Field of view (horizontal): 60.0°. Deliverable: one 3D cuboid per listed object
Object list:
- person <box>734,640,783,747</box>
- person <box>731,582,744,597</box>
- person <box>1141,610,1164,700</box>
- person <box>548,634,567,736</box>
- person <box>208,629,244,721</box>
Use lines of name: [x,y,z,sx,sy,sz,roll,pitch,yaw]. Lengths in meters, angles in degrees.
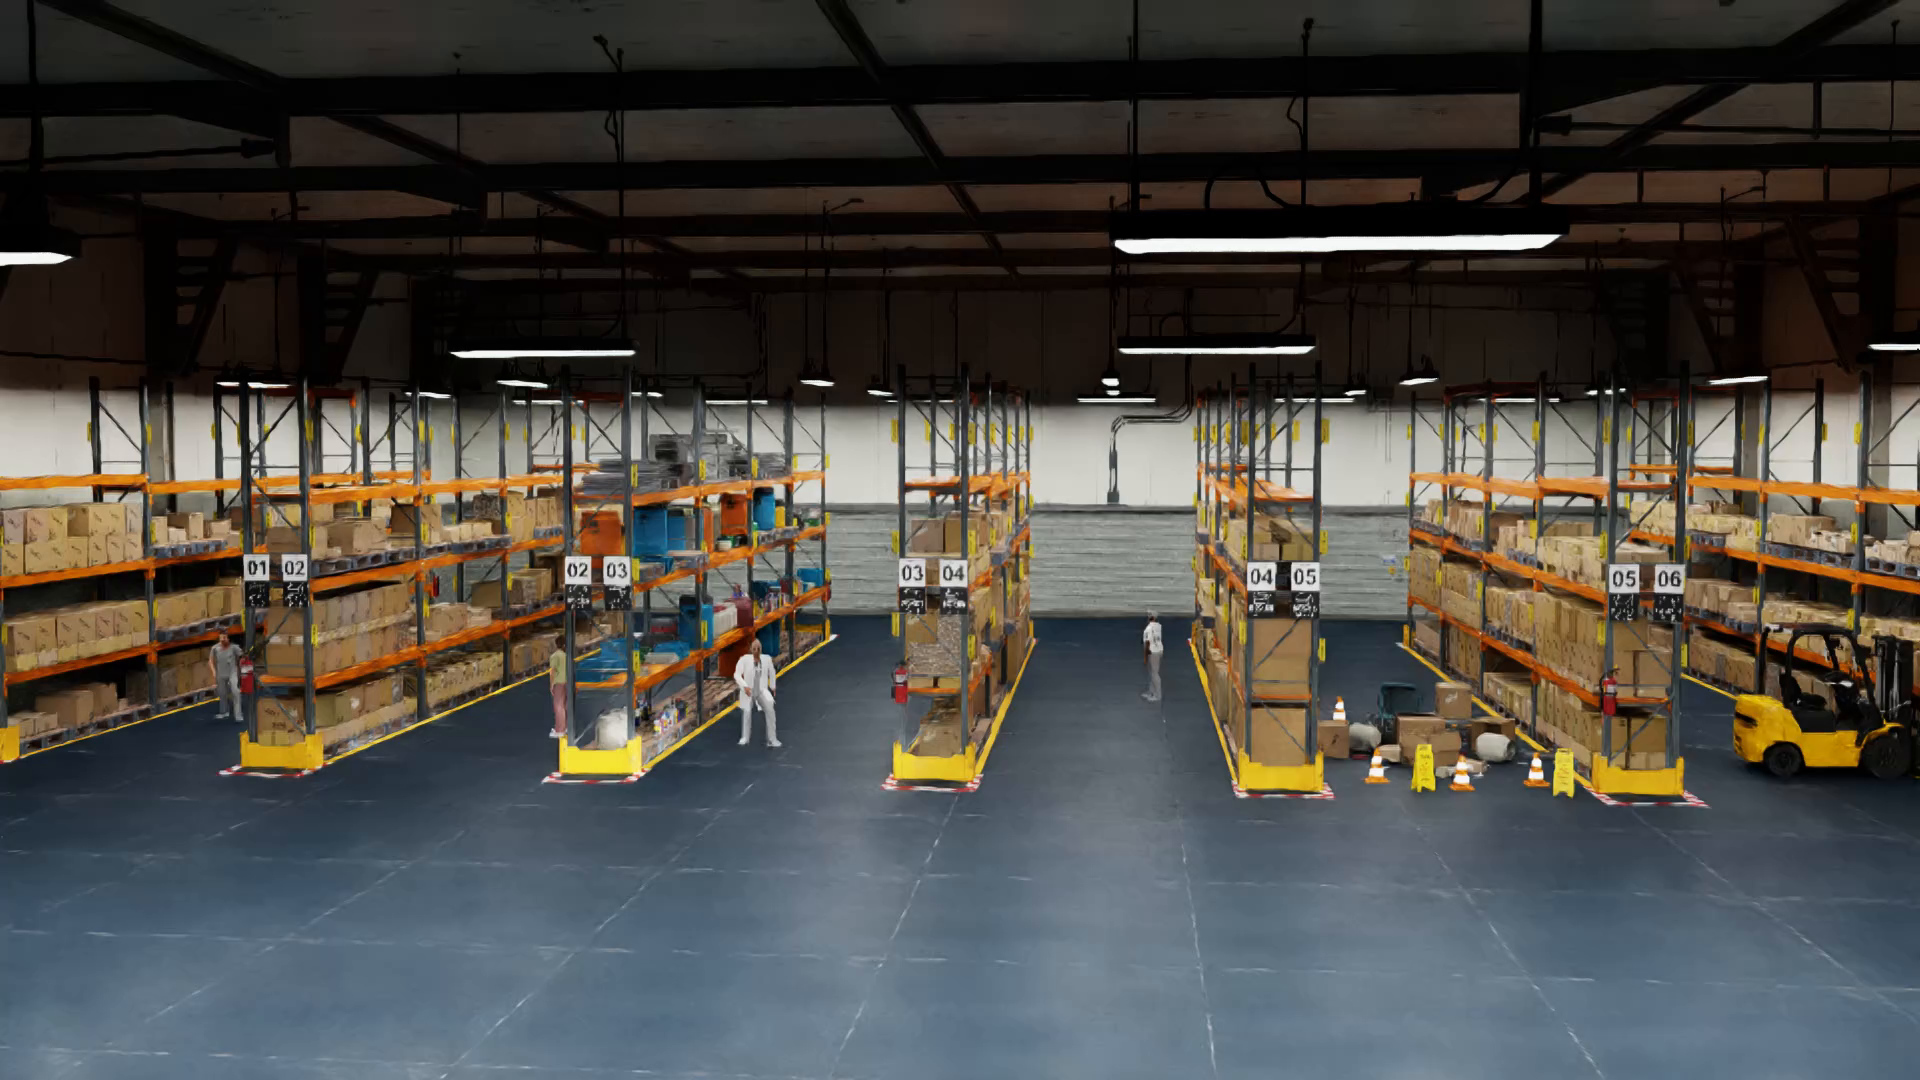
person: [-3.252,2.433,26.512,0.726,1.719,0.857,-1,4,-14]
person: [-5.039,1.758,38.087,0.470,1.584,0.901,1,4,21]
person: [3.608,2.150,31.262,0.551,1.665,0.573,2,4,34]
person: [-6.631,2.388,27.503,0.477,1.675,0.493,3,5,37]
person: [-12.723,2.334,28.932,0.609,1.604,0.814,-1,4,-11]
